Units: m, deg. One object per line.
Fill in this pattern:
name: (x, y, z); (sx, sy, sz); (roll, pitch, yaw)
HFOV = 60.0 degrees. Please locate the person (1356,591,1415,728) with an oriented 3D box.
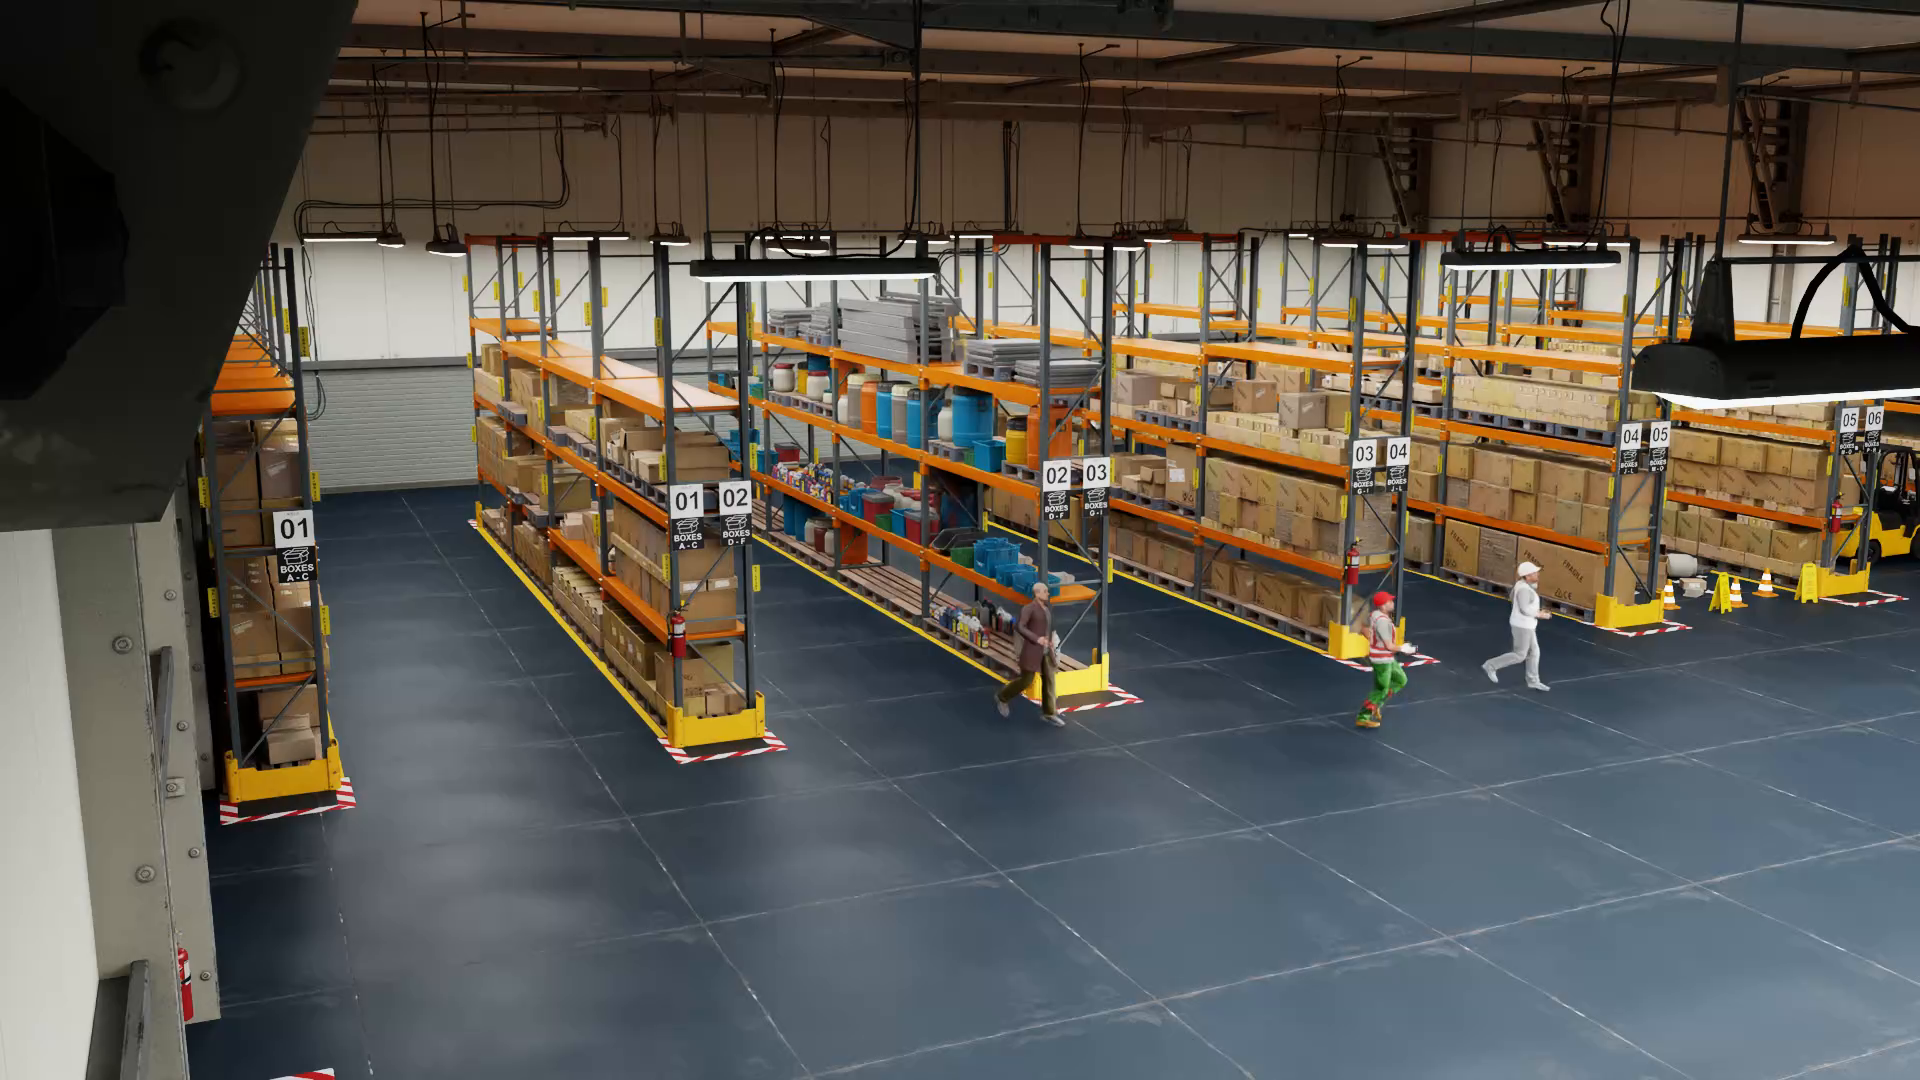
person: (5.332, 1.485, 20.804); (0.679, 1.740, 0.640); (2, 11, 10)

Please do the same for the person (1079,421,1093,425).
person: (3.134, -2.436, 41.396); (0.582, 1.636, 0.653); (-8, 13, -34)

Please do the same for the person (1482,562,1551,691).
person: (7.588, 1.163, 22.554); (0.904, 1.777, 0.670); (3, 11, 16)

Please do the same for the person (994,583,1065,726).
person: (1.026, 1.418, 21.149); (0.997, 1.748, 0.769); (9, 14, 38)
